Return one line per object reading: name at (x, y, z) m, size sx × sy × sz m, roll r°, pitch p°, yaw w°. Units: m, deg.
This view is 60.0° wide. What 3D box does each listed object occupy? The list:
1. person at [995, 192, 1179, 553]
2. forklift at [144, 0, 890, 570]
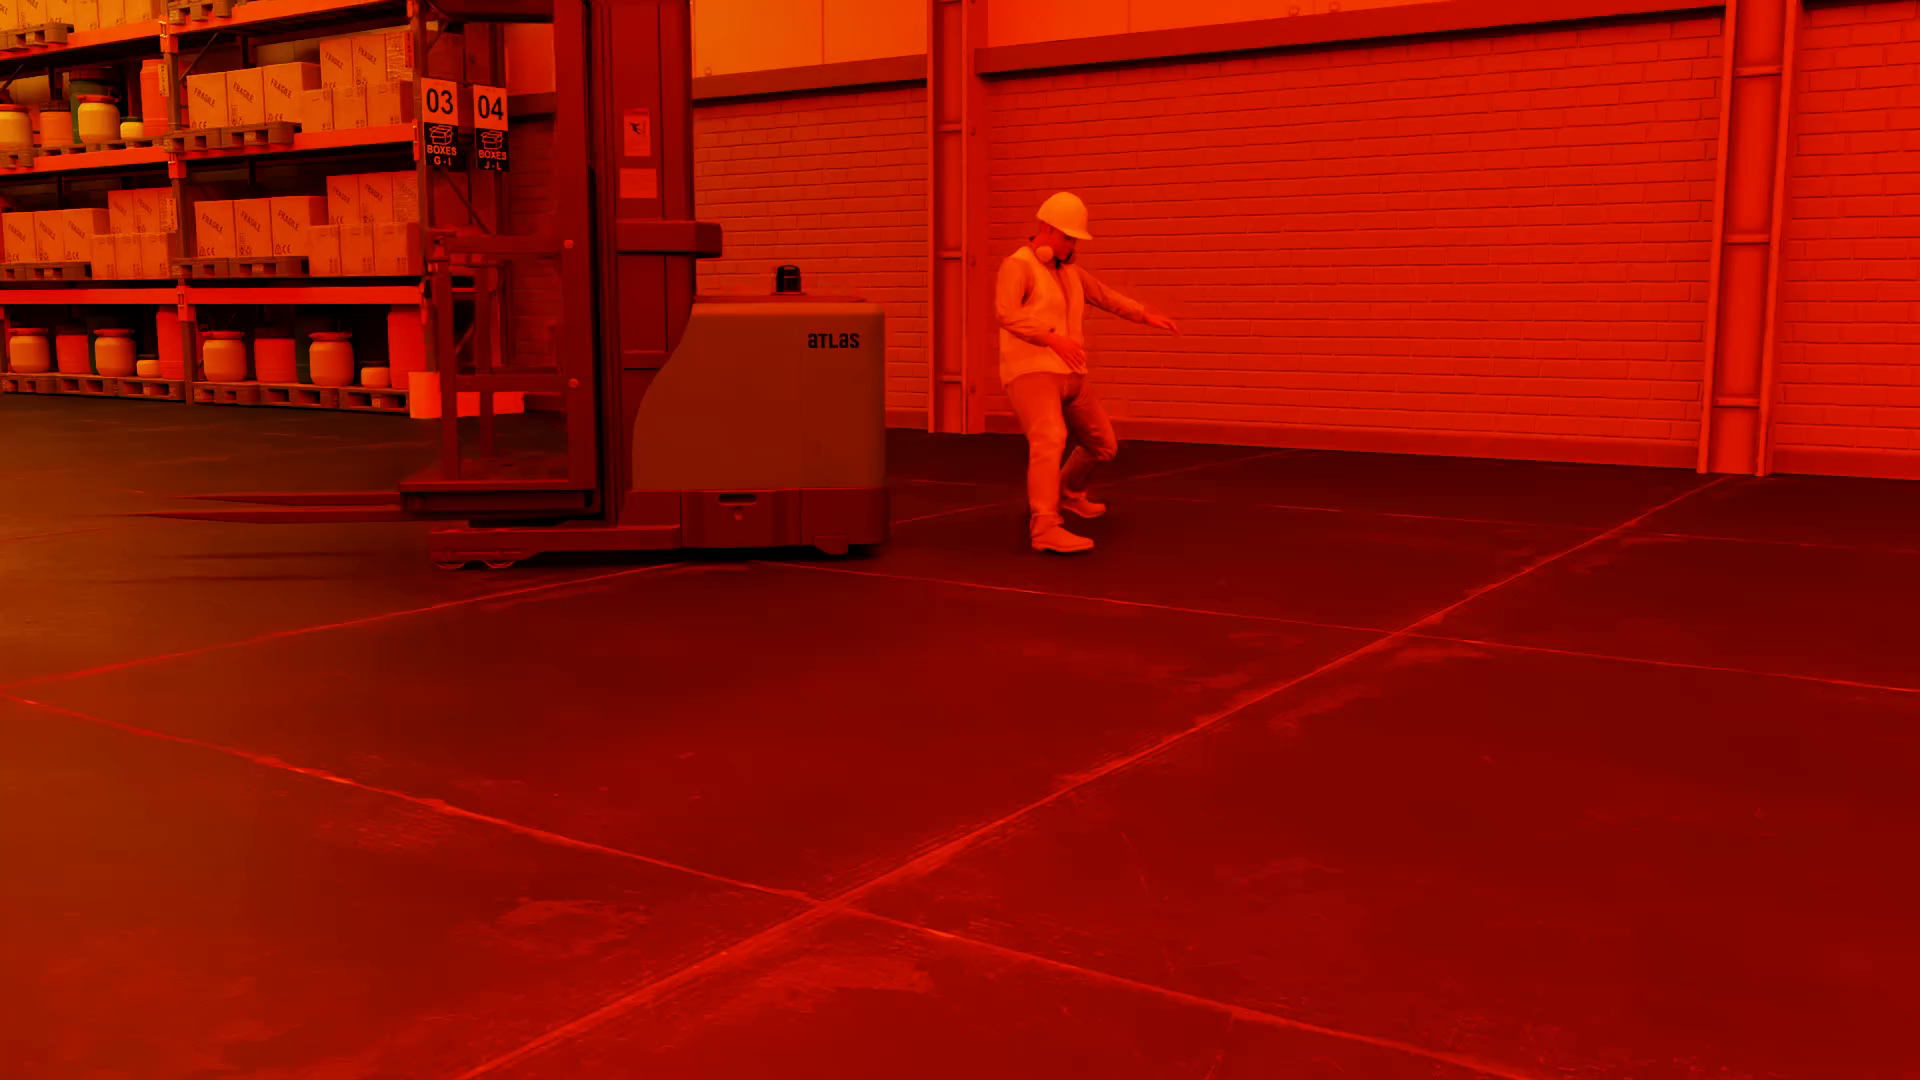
person at (0.547, -0.805, 7.681) m, size 0.936 × 1.575 × 1.217 m, roll 7°, pitch 10°, yaw 39°
forklift at (-1.857, -1.409, 7.098) m, size 3.031 × 2.935 × 1.130 m, roll -1°, pitch 8°, yaw -7°
